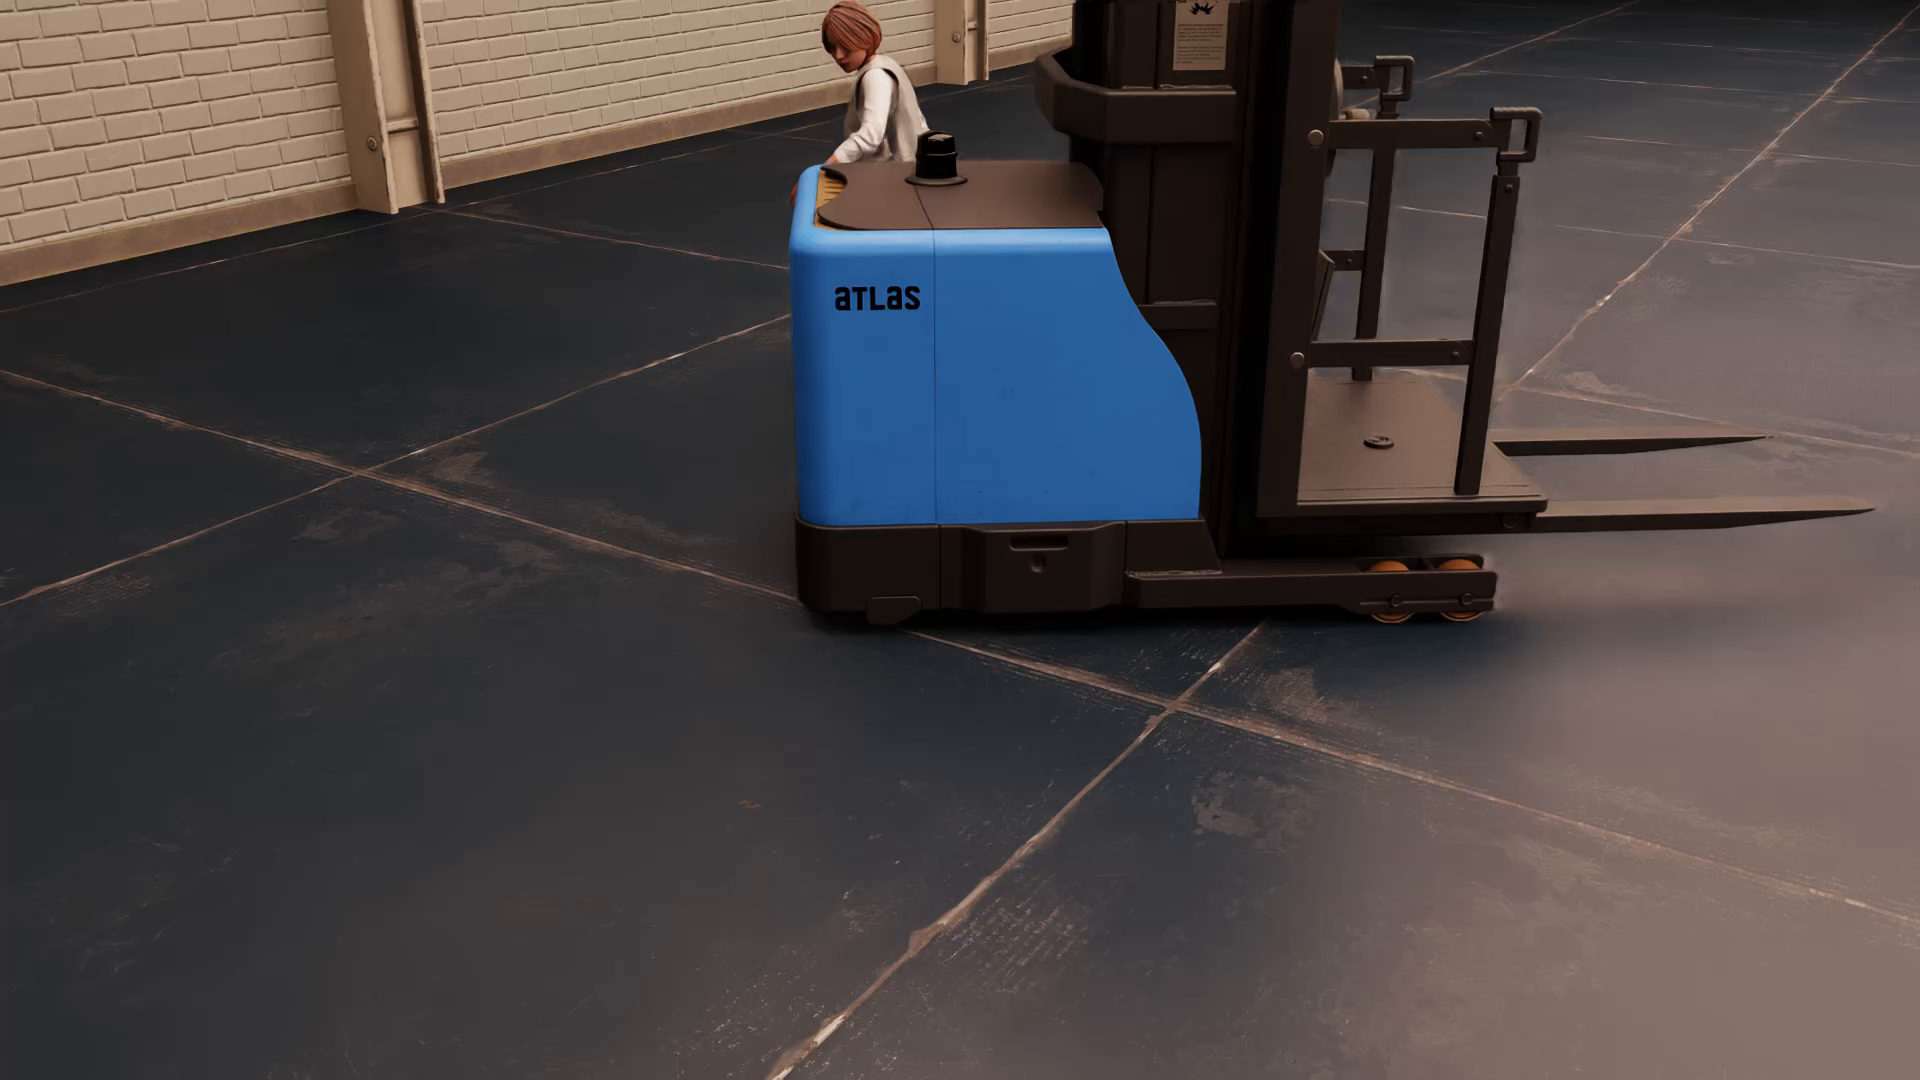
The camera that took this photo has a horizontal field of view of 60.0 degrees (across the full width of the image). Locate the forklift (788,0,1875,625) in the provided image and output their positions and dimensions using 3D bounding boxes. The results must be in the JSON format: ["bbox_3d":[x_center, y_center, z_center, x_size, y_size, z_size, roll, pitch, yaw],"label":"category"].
[{"bbox_3d":[1.050,-1.328,4.418,3.031,2.935,1.130,-1,23,-3],"label":"forklift"}]

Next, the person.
[{"bbox_3d":[-0.263,-1.198,6.096,0.492,1.496,0.875,5,24,12],"label":"person"}]
